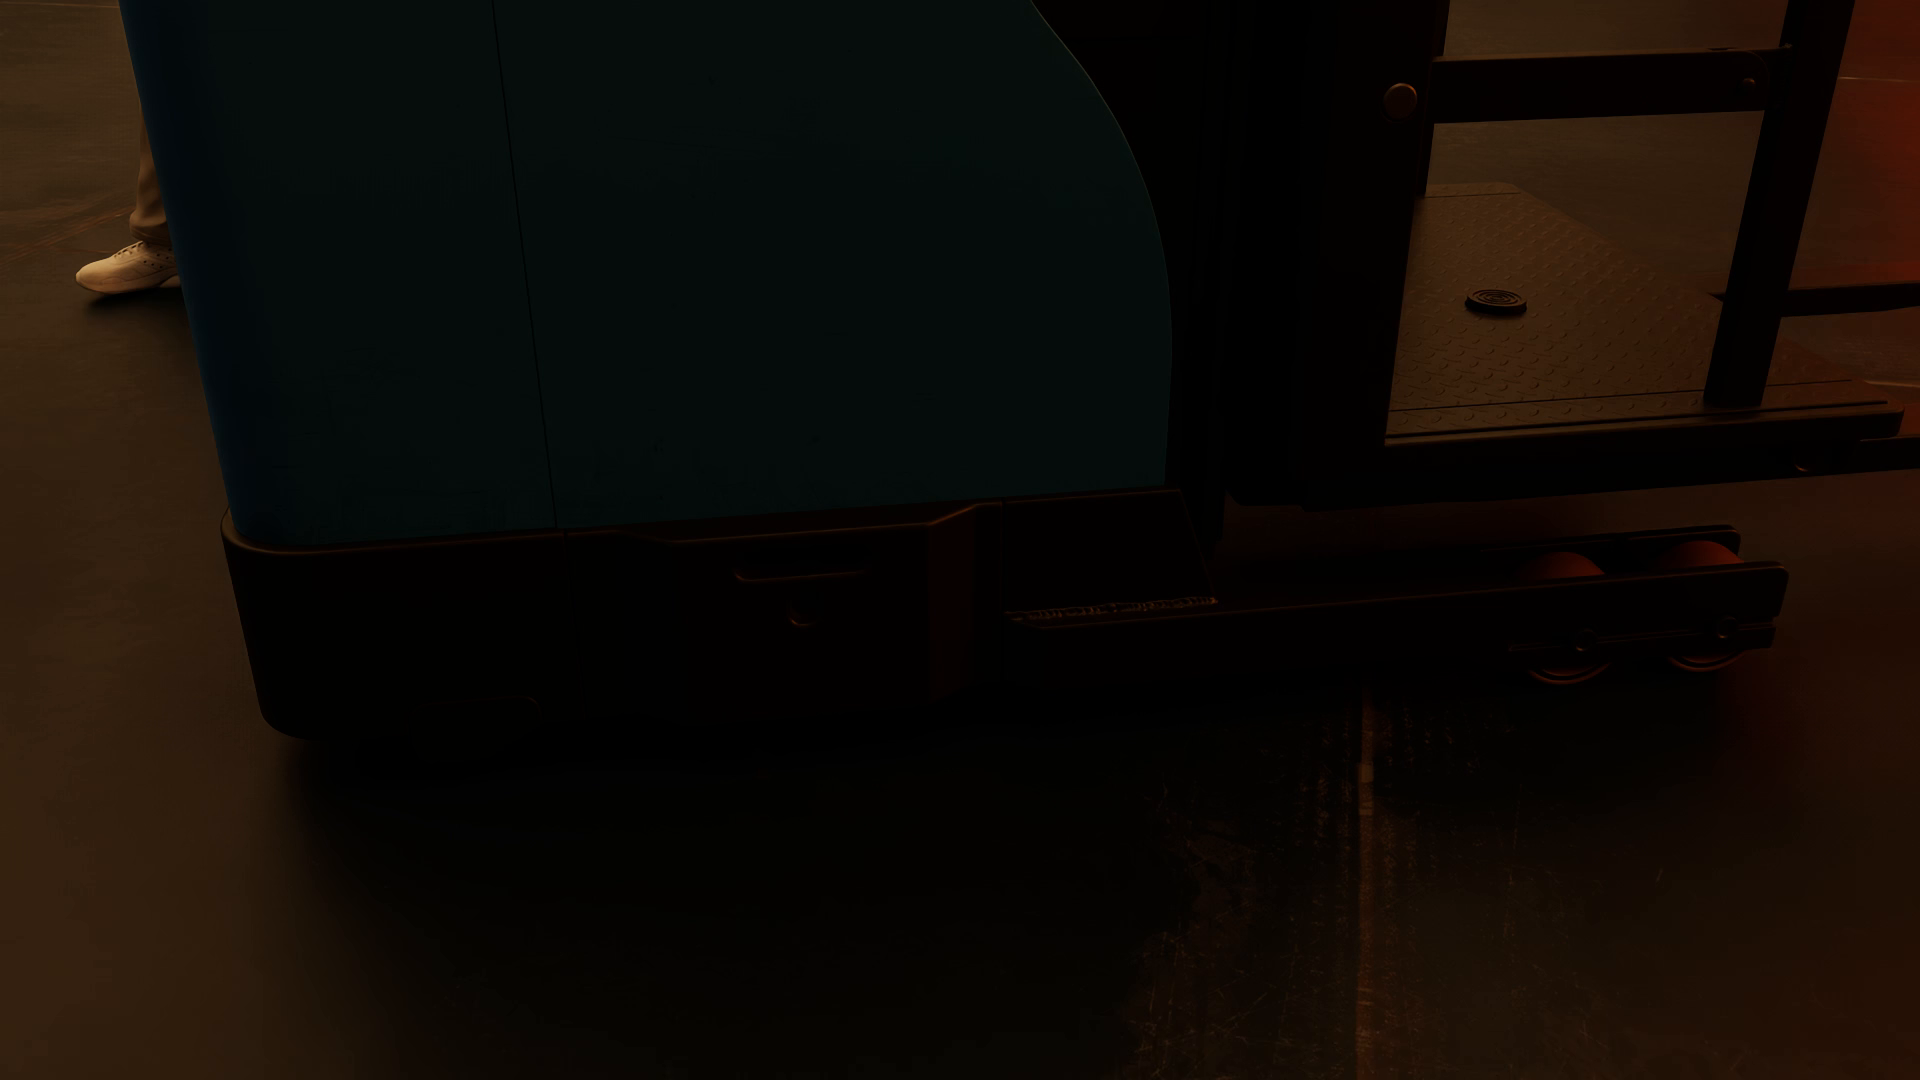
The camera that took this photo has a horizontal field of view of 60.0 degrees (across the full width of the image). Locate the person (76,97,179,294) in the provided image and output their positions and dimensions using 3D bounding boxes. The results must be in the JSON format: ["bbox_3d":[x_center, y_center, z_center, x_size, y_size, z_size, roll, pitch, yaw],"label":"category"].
[{"bbox_3d":[-1.488,-1.280,3.160,0.551,1.673,0.548,21,34,36],"label":"person"}]

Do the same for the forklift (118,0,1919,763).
[{"bbox_3d":[0.600,-1.354,1.930,3.031,2.935,1.130,-4,27,-9],"label":"forklift"}]
